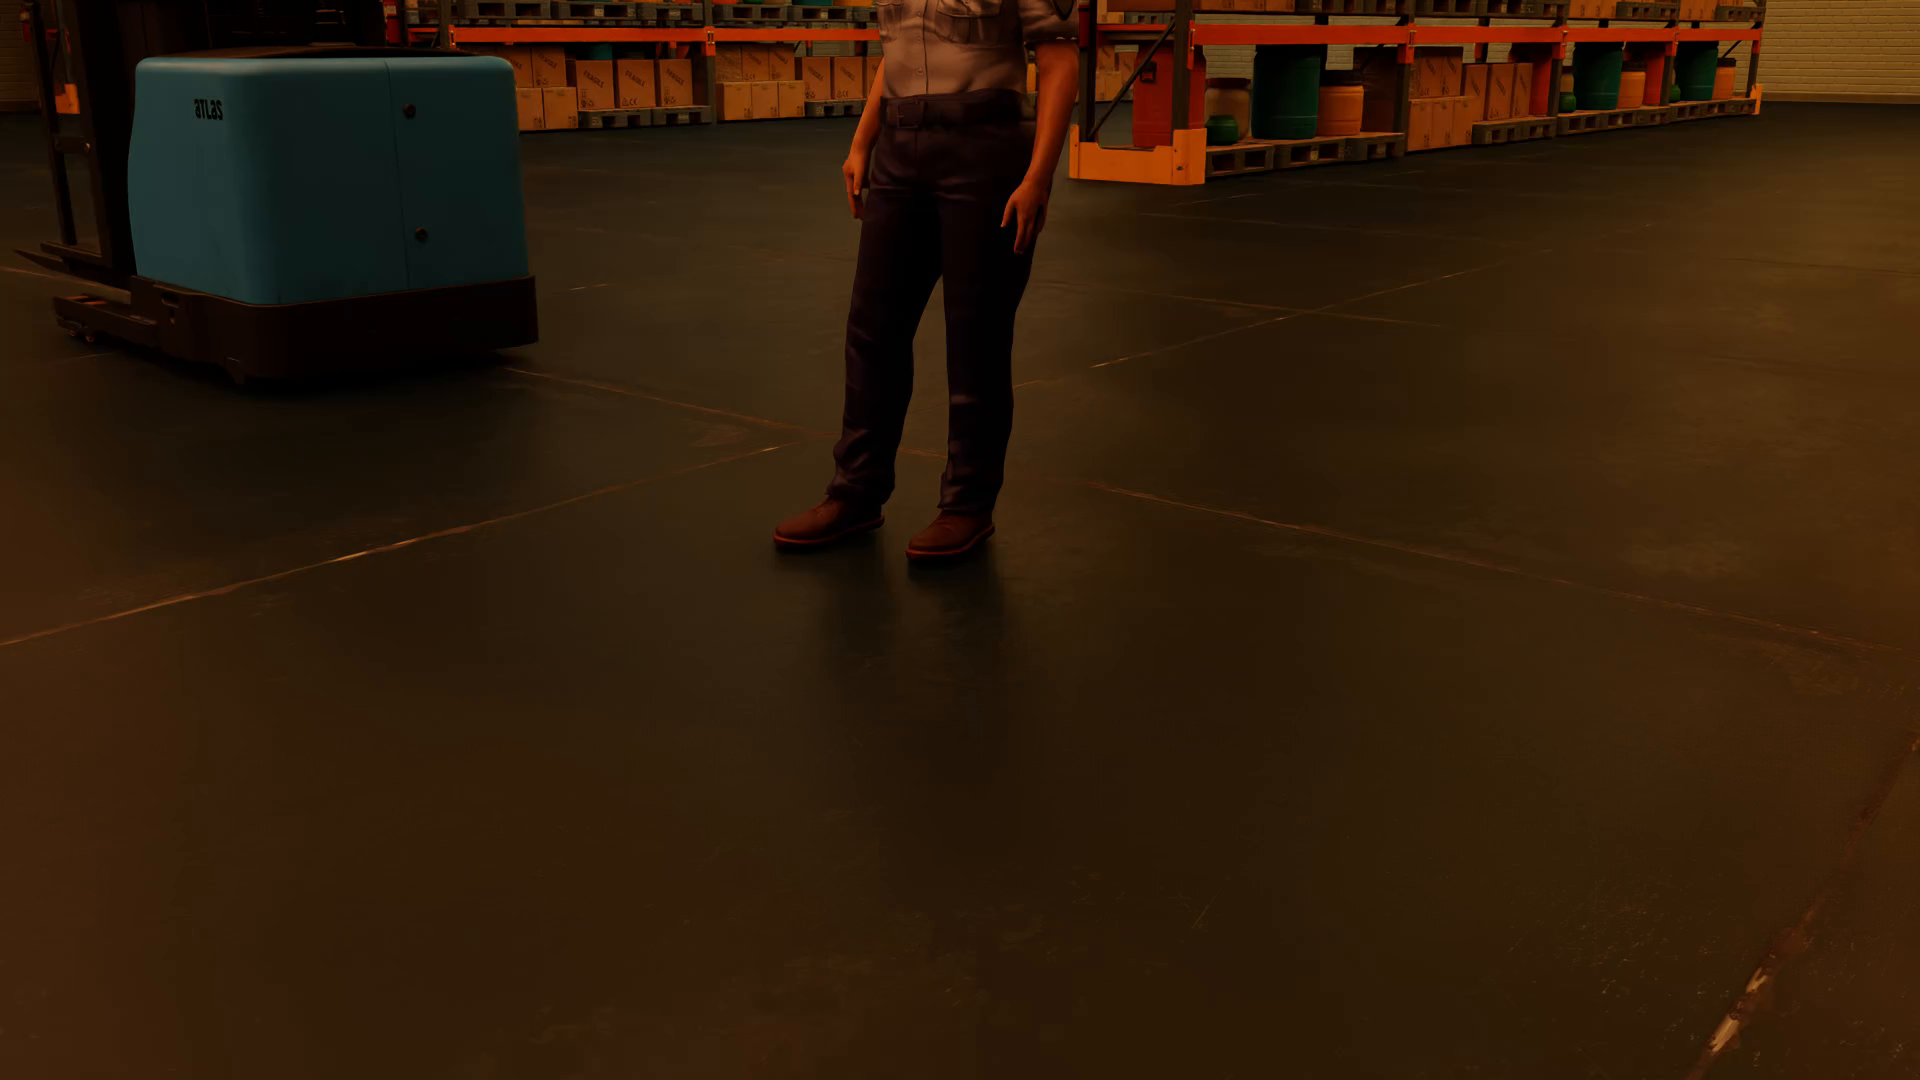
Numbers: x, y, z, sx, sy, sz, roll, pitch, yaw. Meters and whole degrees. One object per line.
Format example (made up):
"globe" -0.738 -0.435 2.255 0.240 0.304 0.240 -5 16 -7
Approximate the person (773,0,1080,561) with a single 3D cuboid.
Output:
"person" -0.075 -0.779 3.648 0.598 1.651 0.502 13 21 37

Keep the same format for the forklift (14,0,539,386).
"forklift" -2.948 -2.262 6.347 3.031 2.935 1.130 16 23 42
